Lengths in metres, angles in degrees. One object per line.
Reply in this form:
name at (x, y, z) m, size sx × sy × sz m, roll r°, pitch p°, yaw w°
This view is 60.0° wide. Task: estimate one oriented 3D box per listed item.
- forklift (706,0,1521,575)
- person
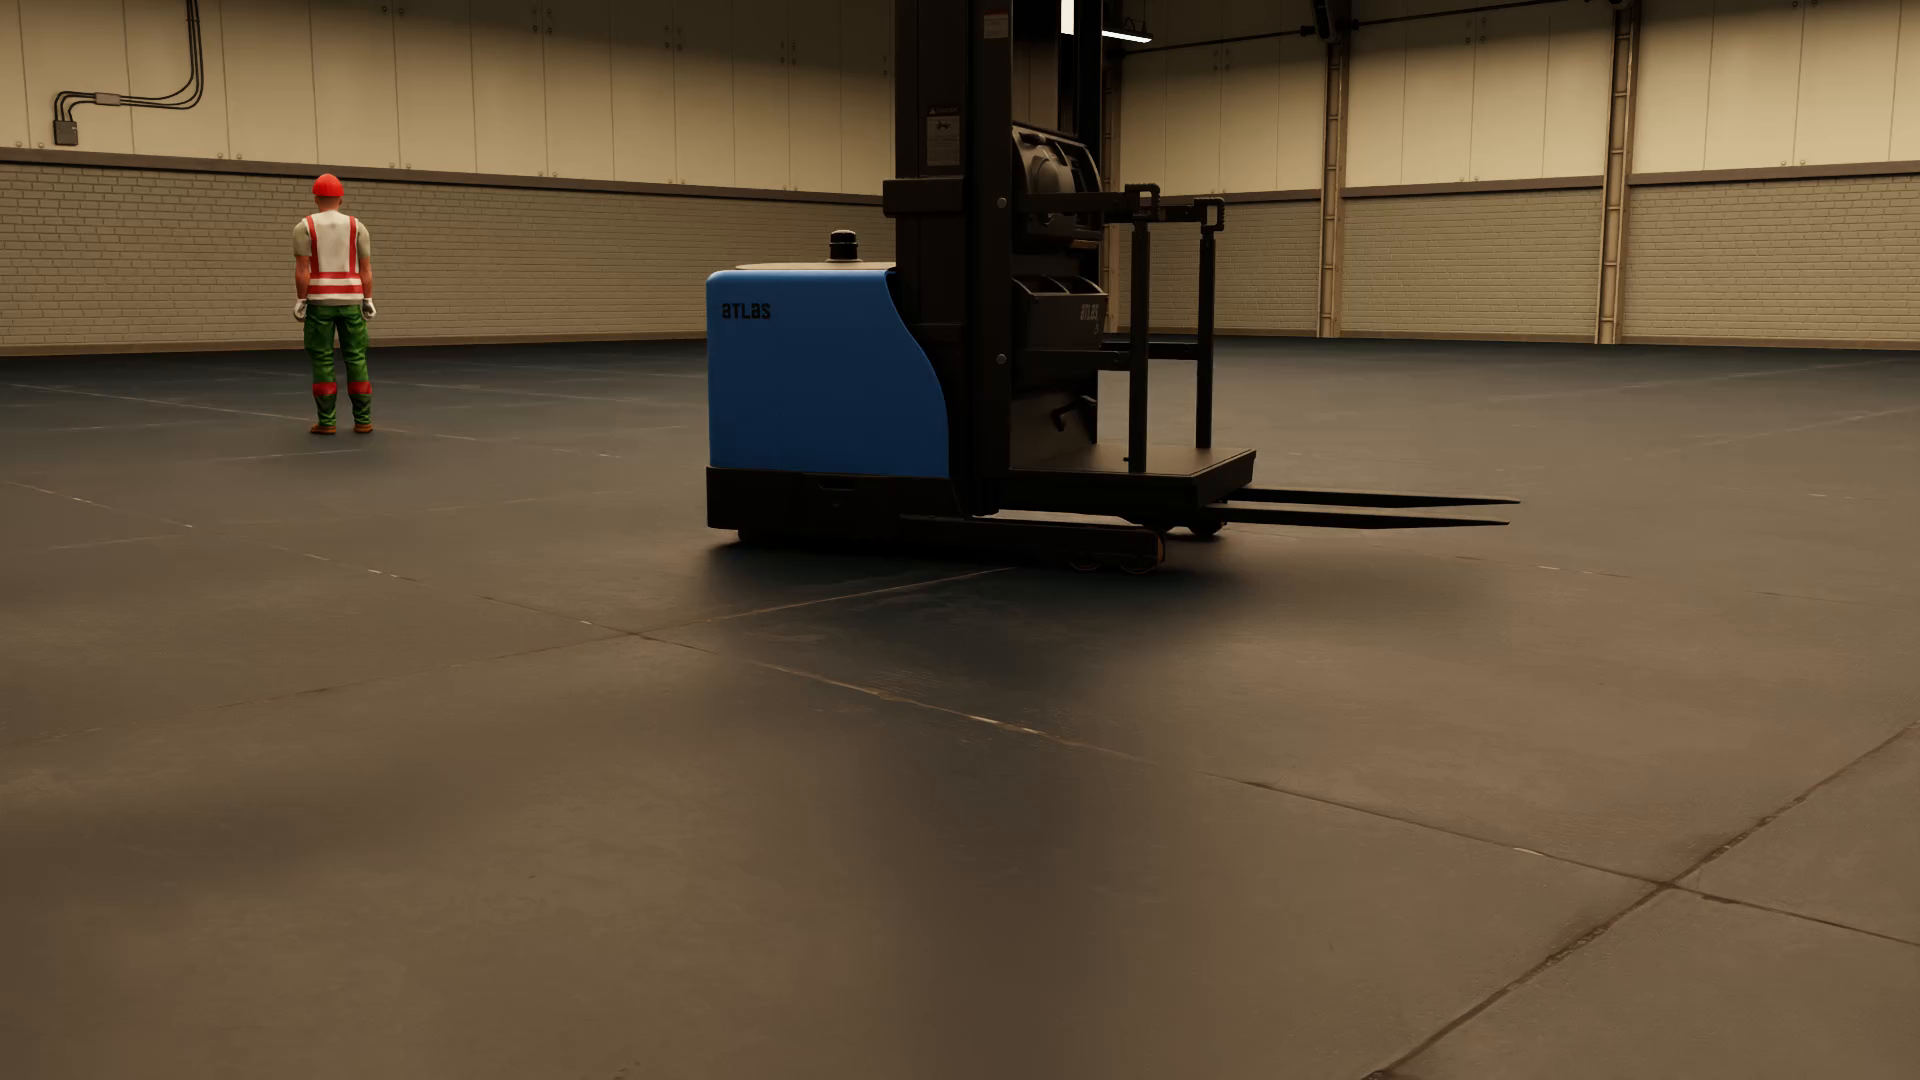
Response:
forklift at (0.565, -1.416, 6.275) m, size 3.031 × 2.935 × 1.130 m, roll 3°, pitch 9°, yaw 22°
person at (-4.378, -1.645, 11.627) m, size 0.547 × 1.795 × 0.345 m, roll -5°, pitch 10°, yaw -31°
